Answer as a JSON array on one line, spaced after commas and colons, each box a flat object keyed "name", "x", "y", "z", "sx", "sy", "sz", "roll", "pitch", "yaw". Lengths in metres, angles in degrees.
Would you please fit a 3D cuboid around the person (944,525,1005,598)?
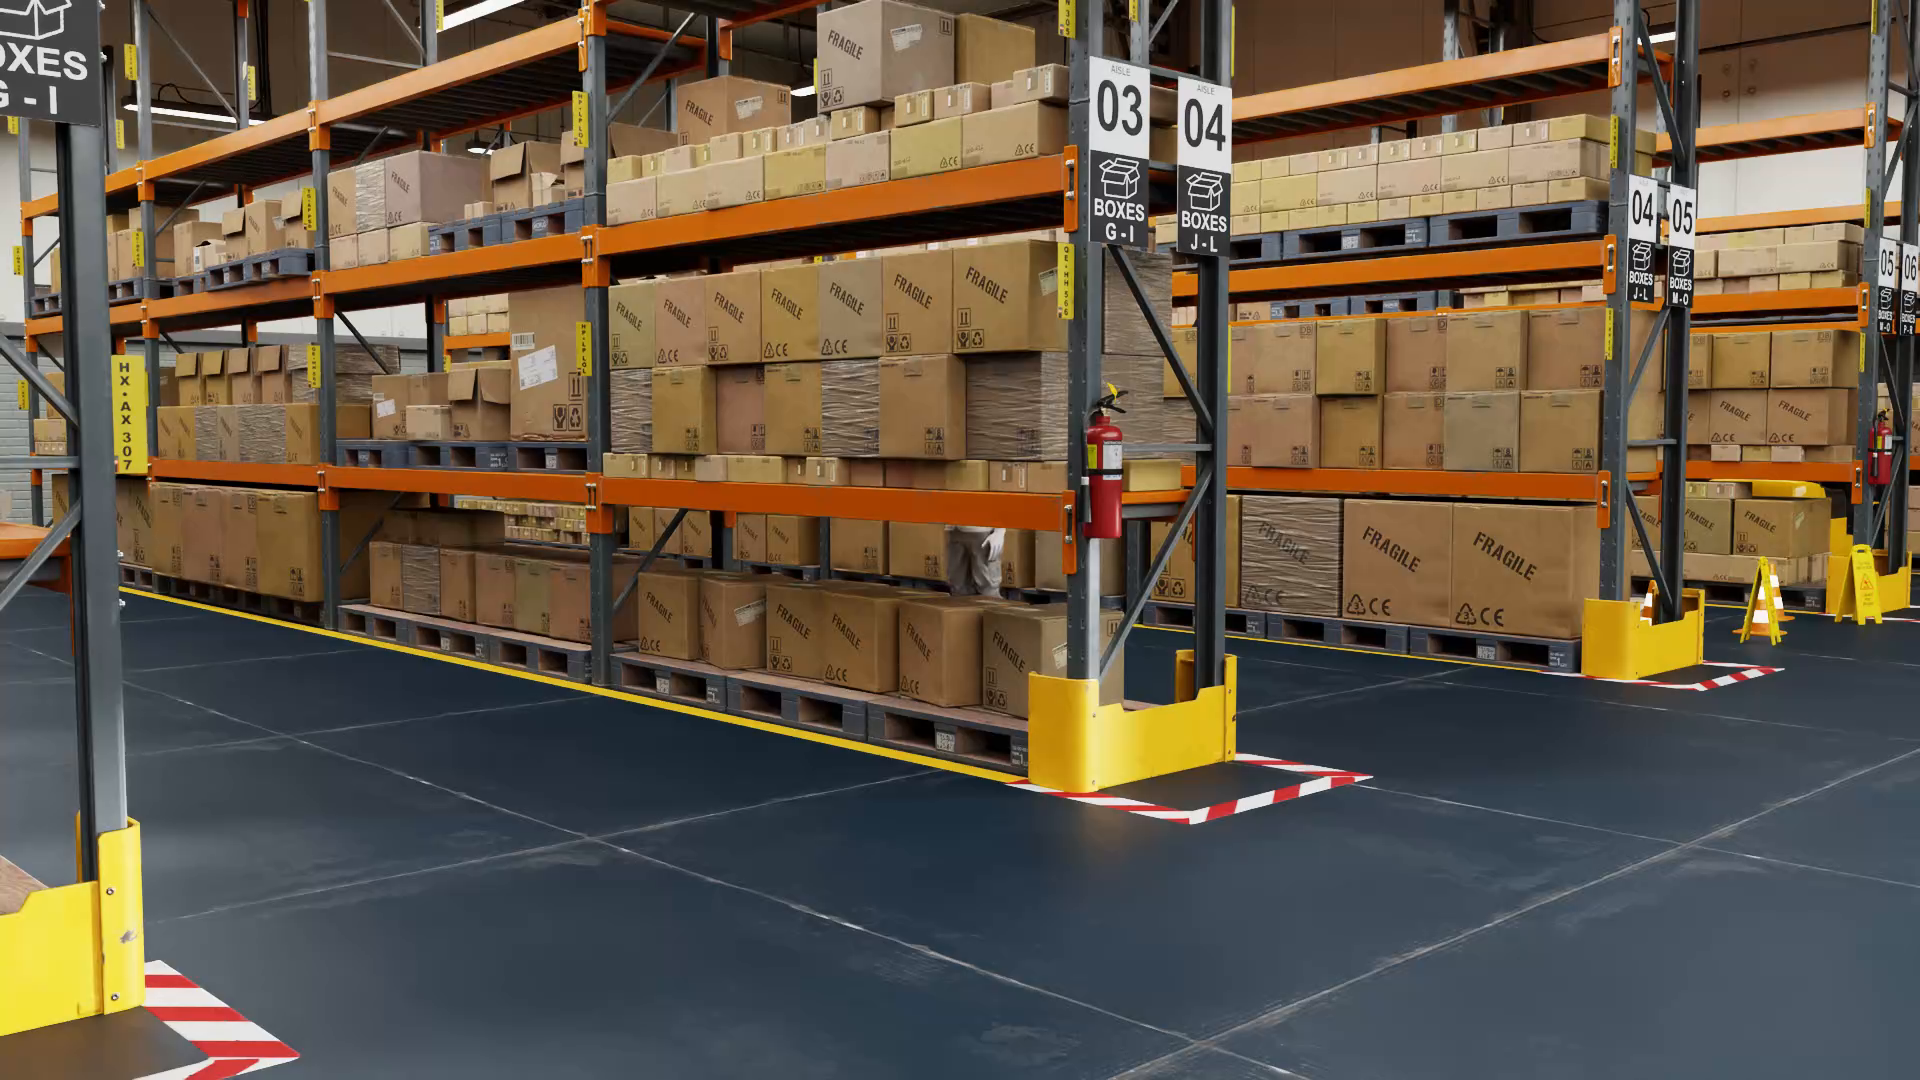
[{"name": "person", "x": 0.105, "y": -0.033, "z": 11.053, "sx": 0.355, "sy": 1.782, "sz": 0.545, "roll": -3, "pitch": 5, "yaw": -42}]
